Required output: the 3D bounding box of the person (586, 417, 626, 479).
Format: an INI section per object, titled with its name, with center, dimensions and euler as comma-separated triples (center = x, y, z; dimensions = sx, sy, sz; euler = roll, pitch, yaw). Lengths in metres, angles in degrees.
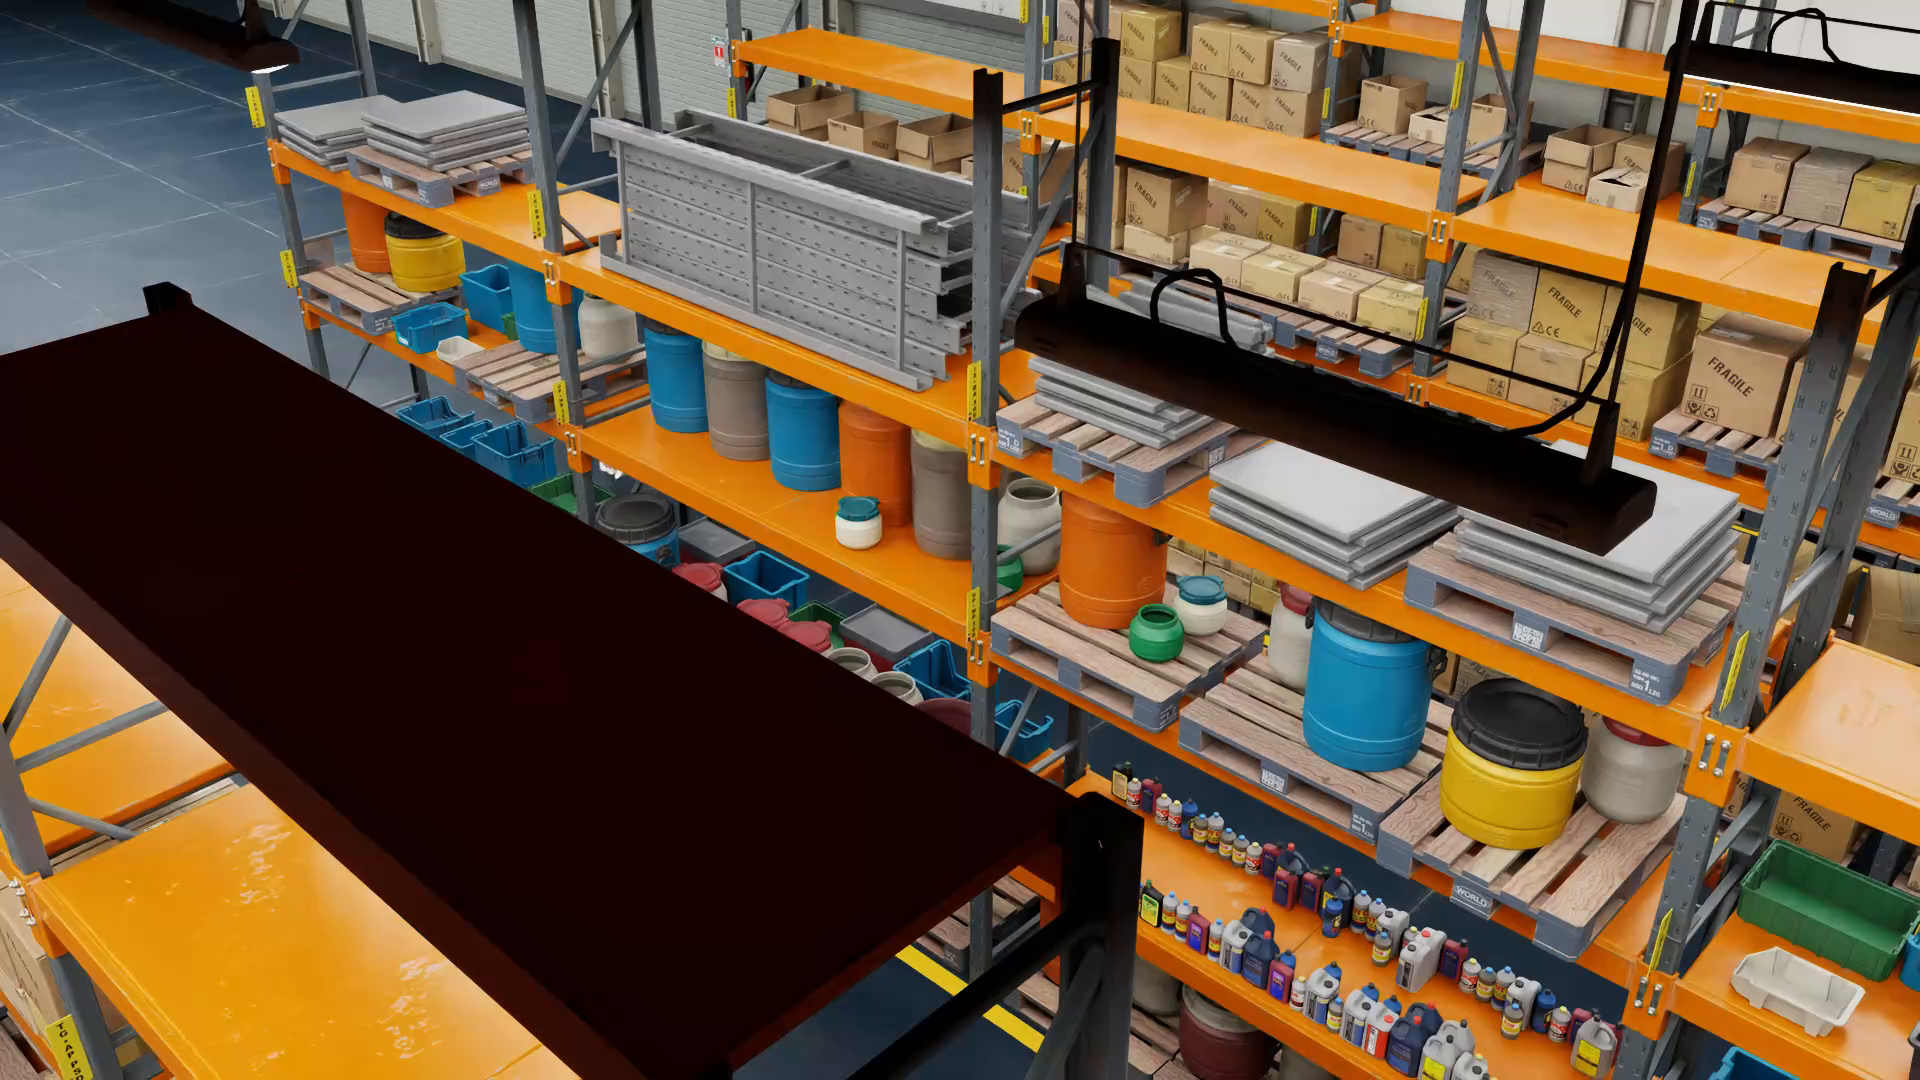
[person]
center = -3.615, -1.374, 17.020
dimensions = 0.617, 1.654, 0.507
euler = 17, 33, 27
